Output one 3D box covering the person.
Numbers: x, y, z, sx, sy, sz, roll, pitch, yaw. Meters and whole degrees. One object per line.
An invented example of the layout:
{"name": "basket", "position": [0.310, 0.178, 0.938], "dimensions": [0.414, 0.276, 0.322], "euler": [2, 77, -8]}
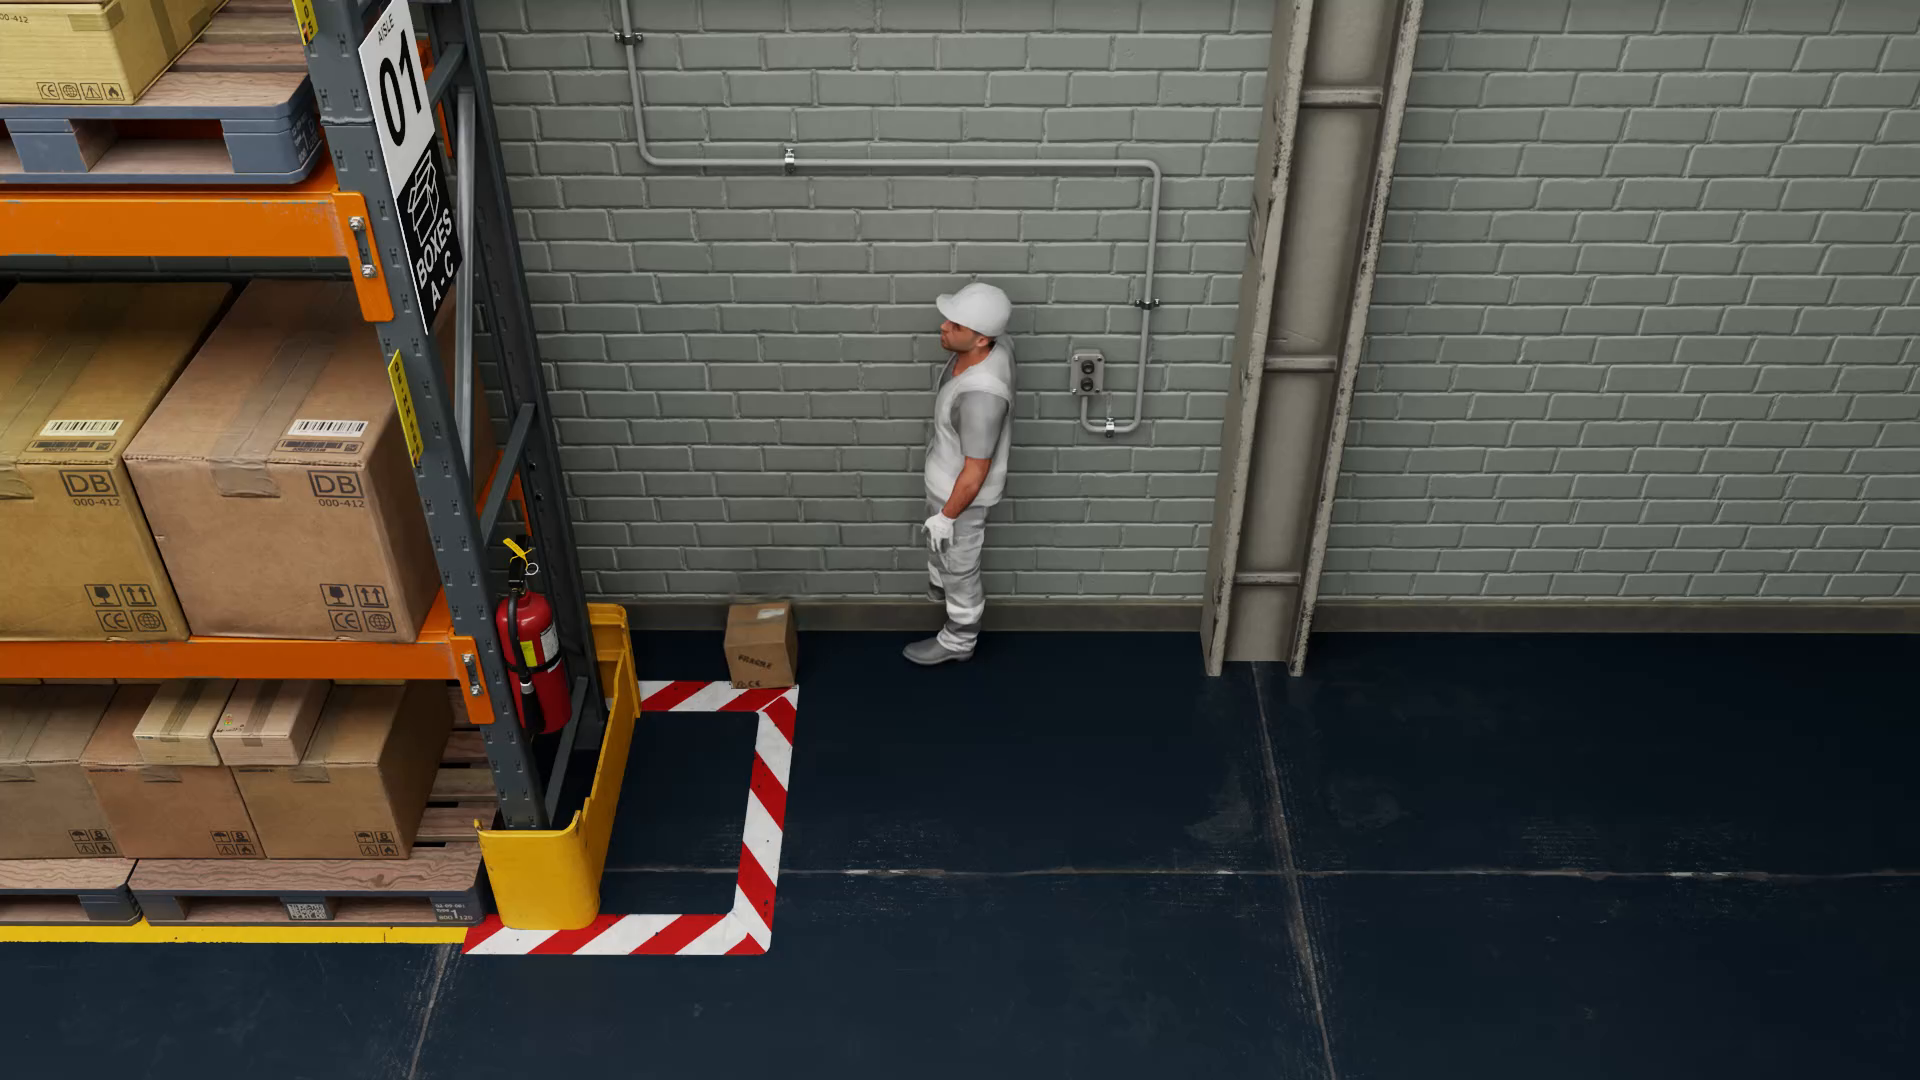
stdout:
{"name": "person", "position": [-0.073, -0.228, 6.402], "dimensions": [0.566, 1.788, 0.620], "euler": [1, 39, 1]}
